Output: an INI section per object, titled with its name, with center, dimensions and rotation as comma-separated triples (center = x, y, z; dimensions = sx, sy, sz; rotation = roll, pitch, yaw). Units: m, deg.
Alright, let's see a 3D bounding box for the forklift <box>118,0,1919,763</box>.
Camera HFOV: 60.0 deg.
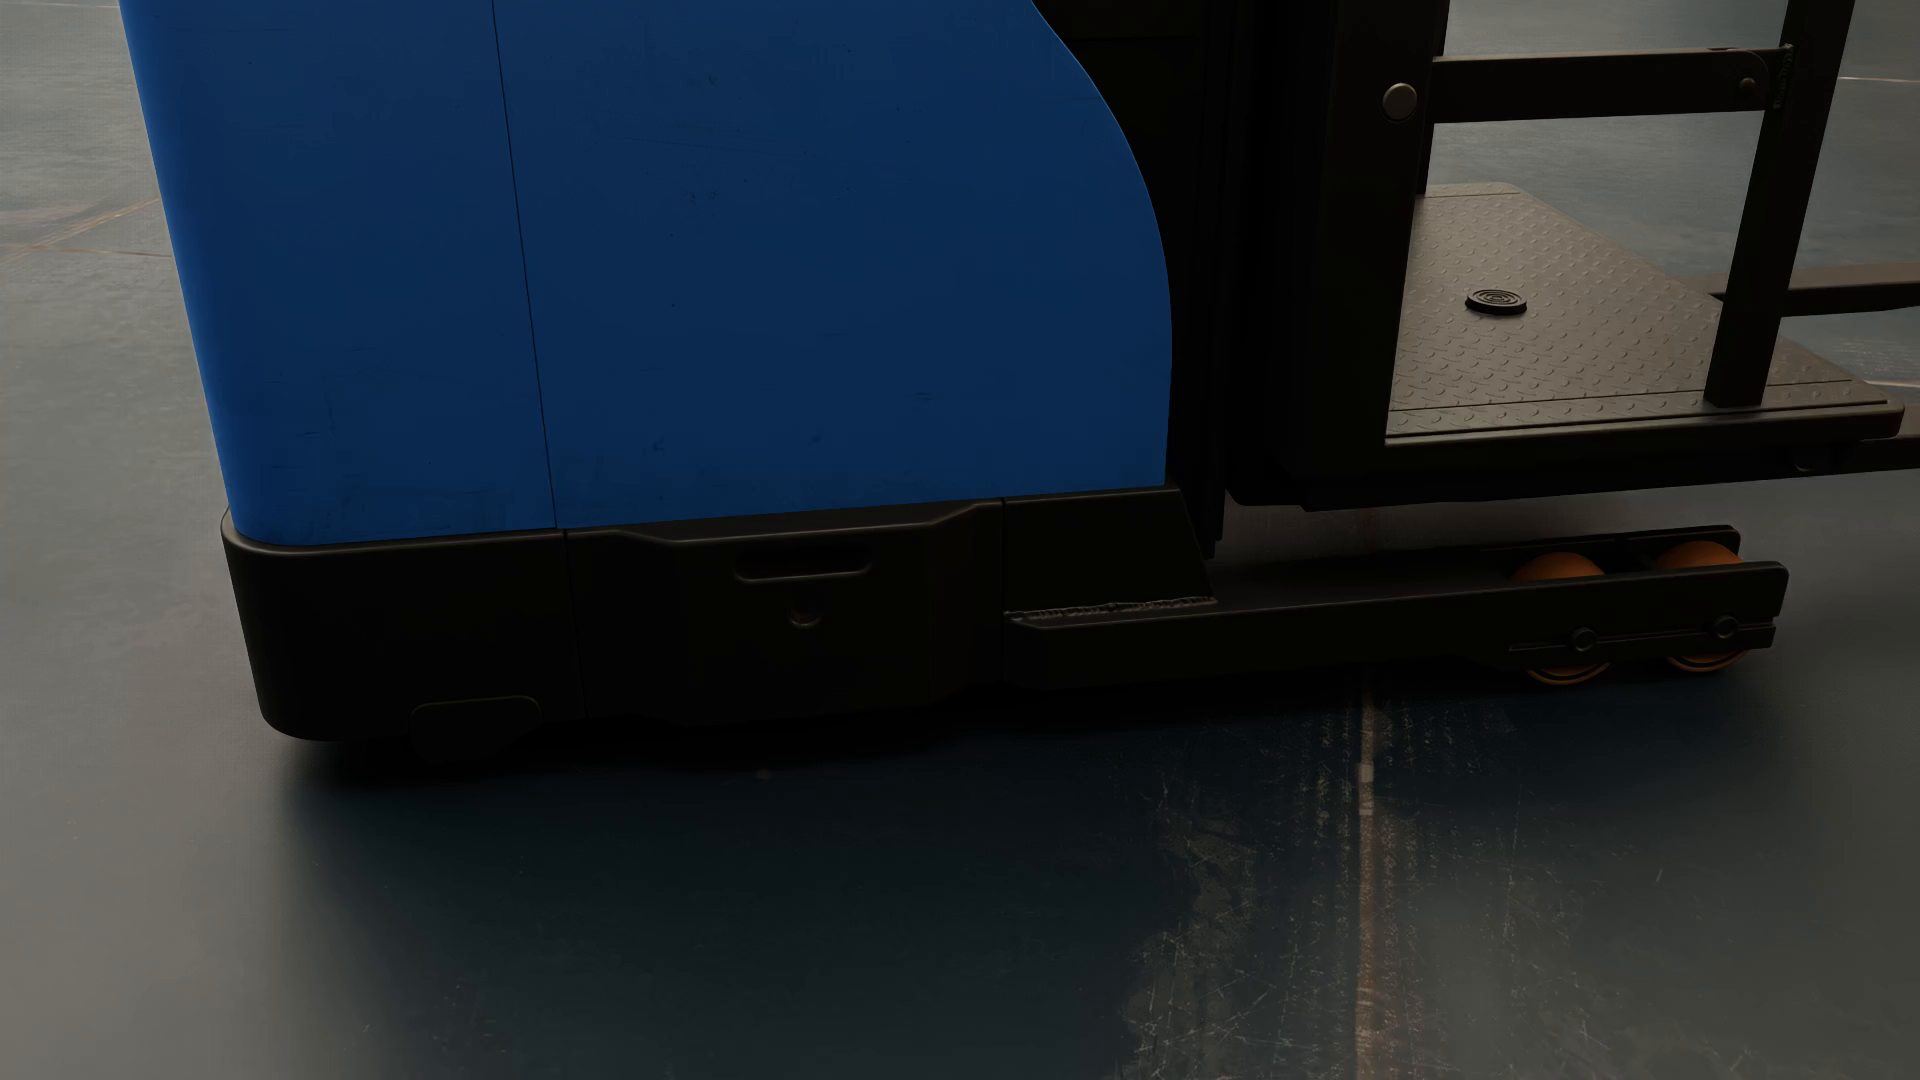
[forklift]
center = 0.600, -1.354, 1.930
dimensions = 3.031, 2.935, 1.130
rotation = -4, 27, -9
